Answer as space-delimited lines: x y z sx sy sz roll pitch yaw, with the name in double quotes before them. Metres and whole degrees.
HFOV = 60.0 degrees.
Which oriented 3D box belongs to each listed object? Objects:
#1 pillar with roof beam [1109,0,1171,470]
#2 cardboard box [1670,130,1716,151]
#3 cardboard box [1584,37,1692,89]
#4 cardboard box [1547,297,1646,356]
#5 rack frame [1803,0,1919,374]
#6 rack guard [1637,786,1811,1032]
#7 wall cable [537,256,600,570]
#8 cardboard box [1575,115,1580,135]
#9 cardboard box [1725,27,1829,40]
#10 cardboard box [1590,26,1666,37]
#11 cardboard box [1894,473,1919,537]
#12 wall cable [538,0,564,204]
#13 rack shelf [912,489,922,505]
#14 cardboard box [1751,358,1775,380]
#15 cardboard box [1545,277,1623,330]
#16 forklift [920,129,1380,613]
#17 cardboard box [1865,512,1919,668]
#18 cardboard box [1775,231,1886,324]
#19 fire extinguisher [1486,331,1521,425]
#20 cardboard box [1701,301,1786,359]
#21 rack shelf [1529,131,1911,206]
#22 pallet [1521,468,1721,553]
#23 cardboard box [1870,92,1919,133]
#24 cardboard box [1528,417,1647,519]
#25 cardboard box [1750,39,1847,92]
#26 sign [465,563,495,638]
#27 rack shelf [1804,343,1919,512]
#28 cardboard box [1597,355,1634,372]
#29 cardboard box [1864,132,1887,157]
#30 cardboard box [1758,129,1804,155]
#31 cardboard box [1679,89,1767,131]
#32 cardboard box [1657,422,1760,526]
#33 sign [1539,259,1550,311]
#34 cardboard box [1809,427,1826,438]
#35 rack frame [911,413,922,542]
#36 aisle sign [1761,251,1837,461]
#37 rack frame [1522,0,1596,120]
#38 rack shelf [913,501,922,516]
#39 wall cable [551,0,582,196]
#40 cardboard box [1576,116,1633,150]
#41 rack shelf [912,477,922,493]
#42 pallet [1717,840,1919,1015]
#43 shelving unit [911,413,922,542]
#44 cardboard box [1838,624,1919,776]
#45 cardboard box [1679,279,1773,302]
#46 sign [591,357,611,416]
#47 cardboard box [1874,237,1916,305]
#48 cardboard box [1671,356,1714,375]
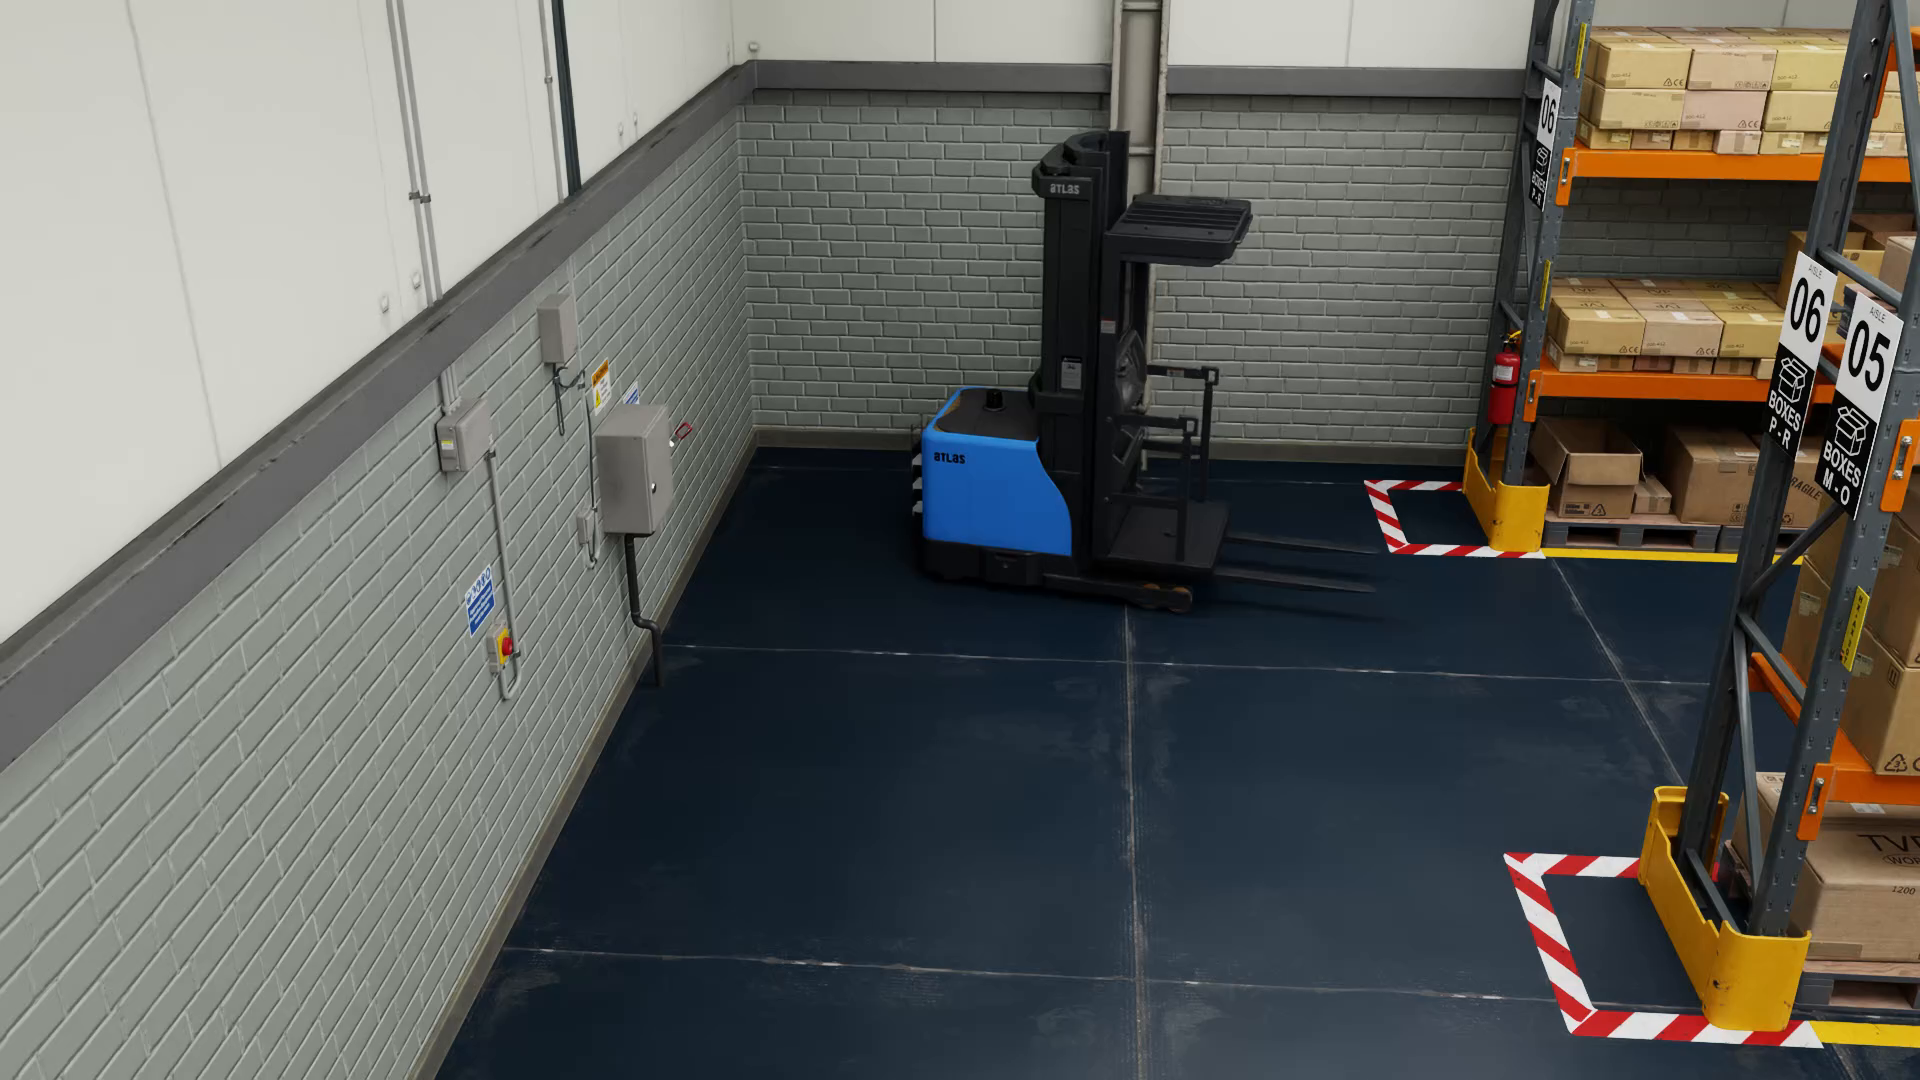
"pillar with roof beam" 0.964 -2.916 7.534 0.400 9.000 9.100 2 25 4
"cardboard box" 4.731 -2.652 10.848 0.250 0.149 0.380 2 25 4
"cardboard box" 4.336 -3.061 10.663 0.500 0.250 0.500 2 25 3
"cardboard box" 4.345 -1.463 11.377 0.500 0.250 0.500 2 25 4
"rack frame" 3.537 -2.180 5.933 0.127 3.000 1.000 2 25 4
"rack guard" 3.513 1.680 7.711 0.348 0.500 1.175 2 25 4
"wall cable" -1.990 -0.678 8.631 0.122 1.984 0.588 2 25 4
"cardboard box" 4.250 -2.858 11.296 0.250 0.149 0.380 2 25 5
"cardboard box" 5.411 -3.253 11.080 0.500 0.250 0.500 2 25 5
"cardboard box" 4.377 -3.282 11.143 0.500 0.250 0.500 1 25 3
"cardboard box" 3.869 -0.122 6.546 0.250 0.149 0.380 2 25 5
"wall cable" -2.096 -2.558 6.754 0.029 3.000 2.355 2 25 4
"rack shelf" -0.208 -0.322 11.879 0.200 0.077 0.258 7 26 14
"cardboard box" 5.500 -1.222 11.330 0.250 0.149 0.380 1 25 2
"cardboard box" 4.392 -1.686 11.861 0.500 0.250 0.500 3 25 6
"forklift" 1.305 -1.099 10.843 3.031 2.935 1.130 7 26 14
"cardboard box" 3.993 0.180 6.666 0.500 0.500 0.500 1 25 3
"cardboard box" 5.840 -1.756 11.116 0.500 0.500 0.500 2 25 5
"fire extinguisher" 3.731 -1.131 11.369 0.183 0.674 0.296 2 25 4
"cardboard box" 5.353 -1.433 11.310 0.500 0.250 0.500 1 25 3
"rack shelf" 5.907 -2.495 11.068 4.000 0.370 1.077 2 25 4
"pallet" 4.784 -0.229 12.206 1.213 0.211 1.003 2 25 4
"cardboard box" 5.870 -2.789 10.668 0.500 0.250 0.500 1 25 3
"cardboard box" 4.515 -0.521 11.989 0.637 0.503 0.797 1 25 2
"cardboard box" 5.344 -3.027 10.588 0.500 0.250 0.500 1 25 3
"sign" -2.152 0.270 7.462 0.001 0.218 0.327 2 25 4
"rack shelf" 5.531 -0.426 6.571 4.000 0.370 1.077 2 25 4
"cardboard box" 4.477 -1.295 11.489 0.250 0.149 0.380 2 25 5
"cardboard box" 5.734 -2.575 10.681 0.250 0.149 0.380 2 25 4
"cardboard box" 5.233 -2.596 10.726 0.250 0.149 0.380 2 25 4
"cardboard box" 4.843 -2.817 10.730 0.500 0.250 0.500 2 25 5
"cardboard box" 5.365 -0.476 11.895 0.500 0.500 0.700 3 25 6
"sign" 3.871 -1.690 11.011 0.005 0.325 0.100 2 25 4
"cardboard box" 6.400 -0.443 11.823 0.500 0.500 0.700 1 25 2
"rack frame" -0.306 -0.445 11.852 0.006 0.900 0.240 7 26 14
"aisle sign" 3.489 -0.767 6.929 0.004 0.787 0.394 2 25 4
"rack frame" 3.913 -4.249 10.429 0.127 3.000 1.000 2 25 4
"rack shelf" -0.208 -0.240 11.917 0.200 0.077 0.258 7 26 14
"wall cable" -1.845 -3.735 9.267 0.133 3.039 2.988 2 25 4
"cardboard box" 4.213 -2.665 10.876 0.250 0.149 0.380 2 25 5
"rack shelf" -0.208 -0.403 11.841 0.200 0.077 0.258 7 26 14
"pallet" 4.340 1.805 7.785 1.213 0.211 1.003 2 25 4
"shelving unit" -0.208 -0.434 11.828 0.210 0.900 0.258 7 26 14
"cardboard box" 3.993 0.635 6.873 0.500 0.500 0.500 2 25 4
"cardboard box" 5.399 -1.651 11.785 0.500 0.250 0.500 3 25 6
"sign" -1.992 -0.855 9.242 0.001 0.242 0.339 2 25 4
"cardboard box" 3.992 -1.008 6.533 0.500 0.250 0.500 0 25 -1
"cardboard box" 4.989 -1.268 11.429 0.250 0.149 0.380 3 25 6
